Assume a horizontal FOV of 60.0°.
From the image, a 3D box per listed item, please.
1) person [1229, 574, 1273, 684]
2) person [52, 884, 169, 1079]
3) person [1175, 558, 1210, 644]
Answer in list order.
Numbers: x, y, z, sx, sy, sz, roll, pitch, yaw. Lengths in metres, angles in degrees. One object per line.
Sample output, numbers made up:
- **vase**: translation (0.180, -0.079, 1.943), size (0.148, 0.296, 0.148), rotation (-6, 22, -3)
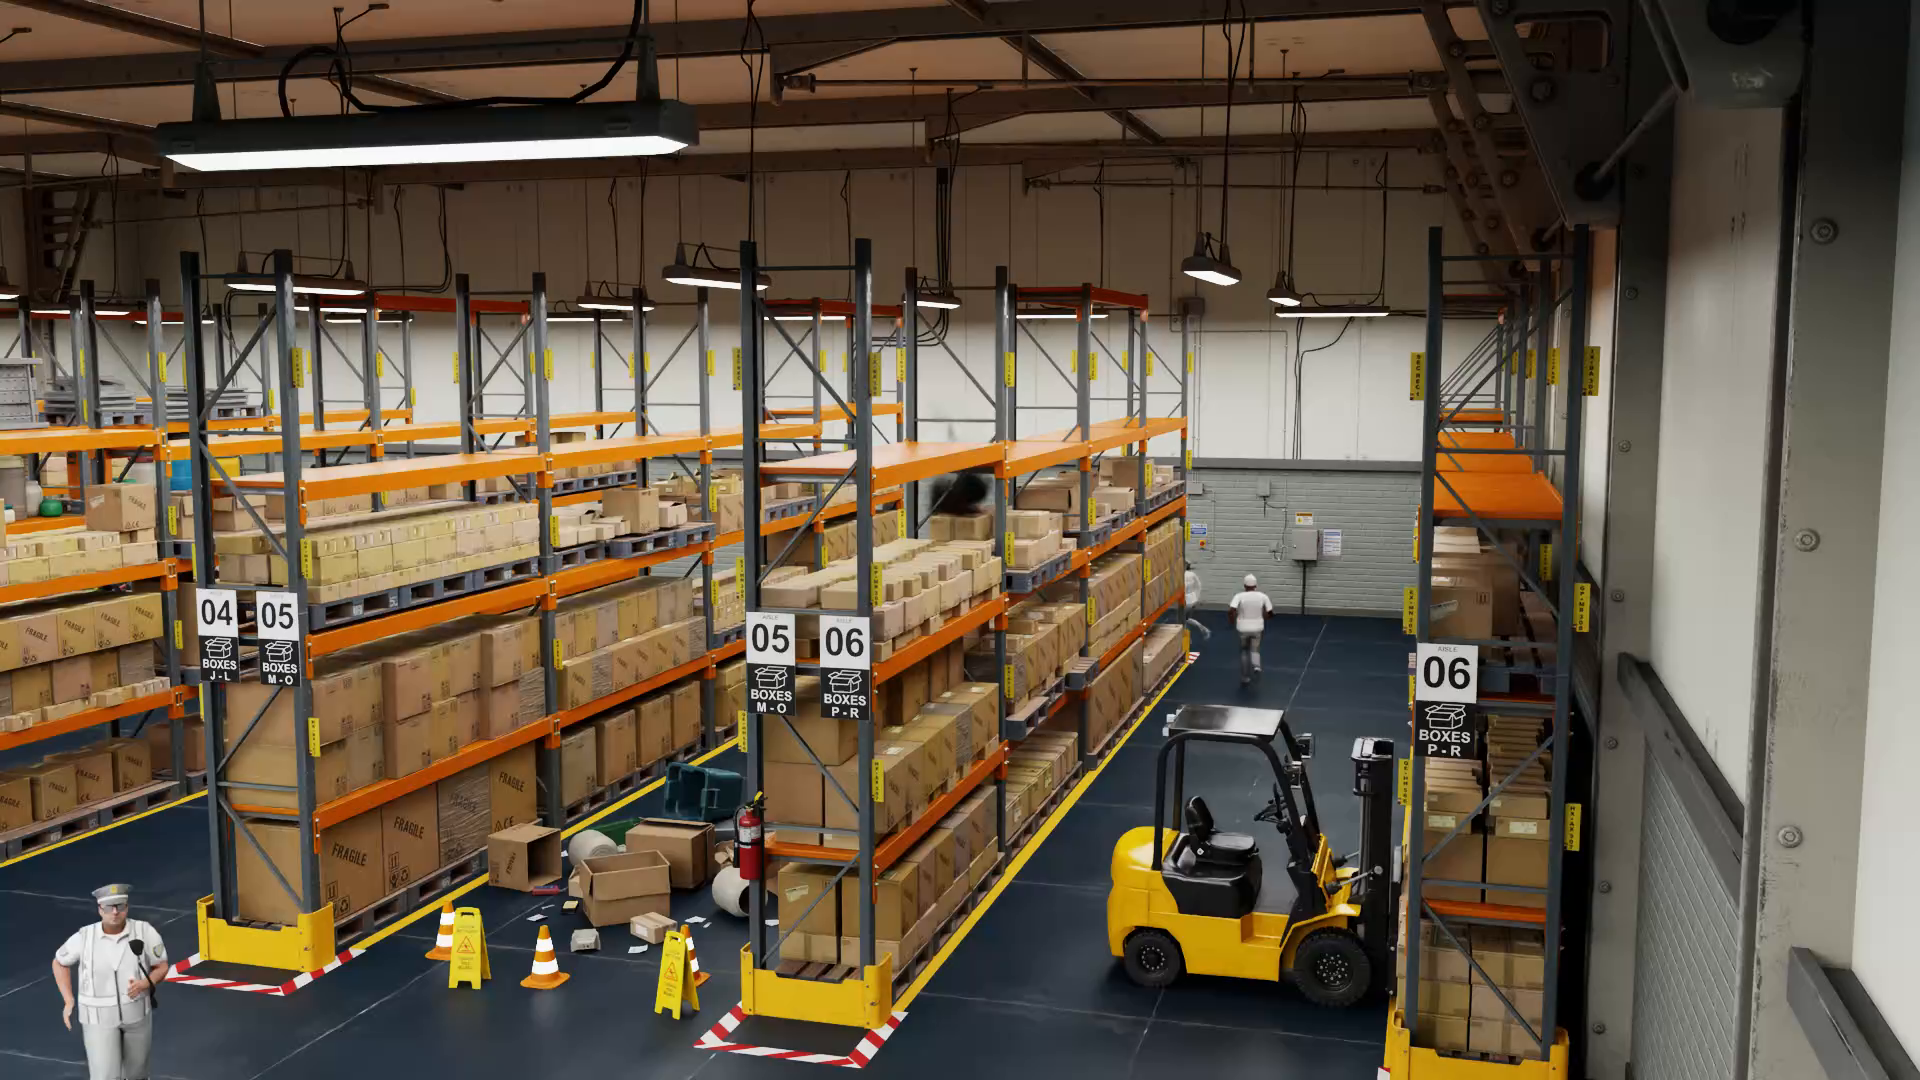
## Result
- **person**: translation (4.514, 1.409, 25.847), size (0.687, 1.752, 0.948), rotation (0, 6, 3)
- **person**: translation (-5.444, 3.098, 10.744), size (0.636, 1.802, 0.712), rotation (-5, 8, -36)
- **person**: translation (4.011, 1.089, 29.252), size (0.619, 1.609, 0.759), rotation (4, 8, 34)
